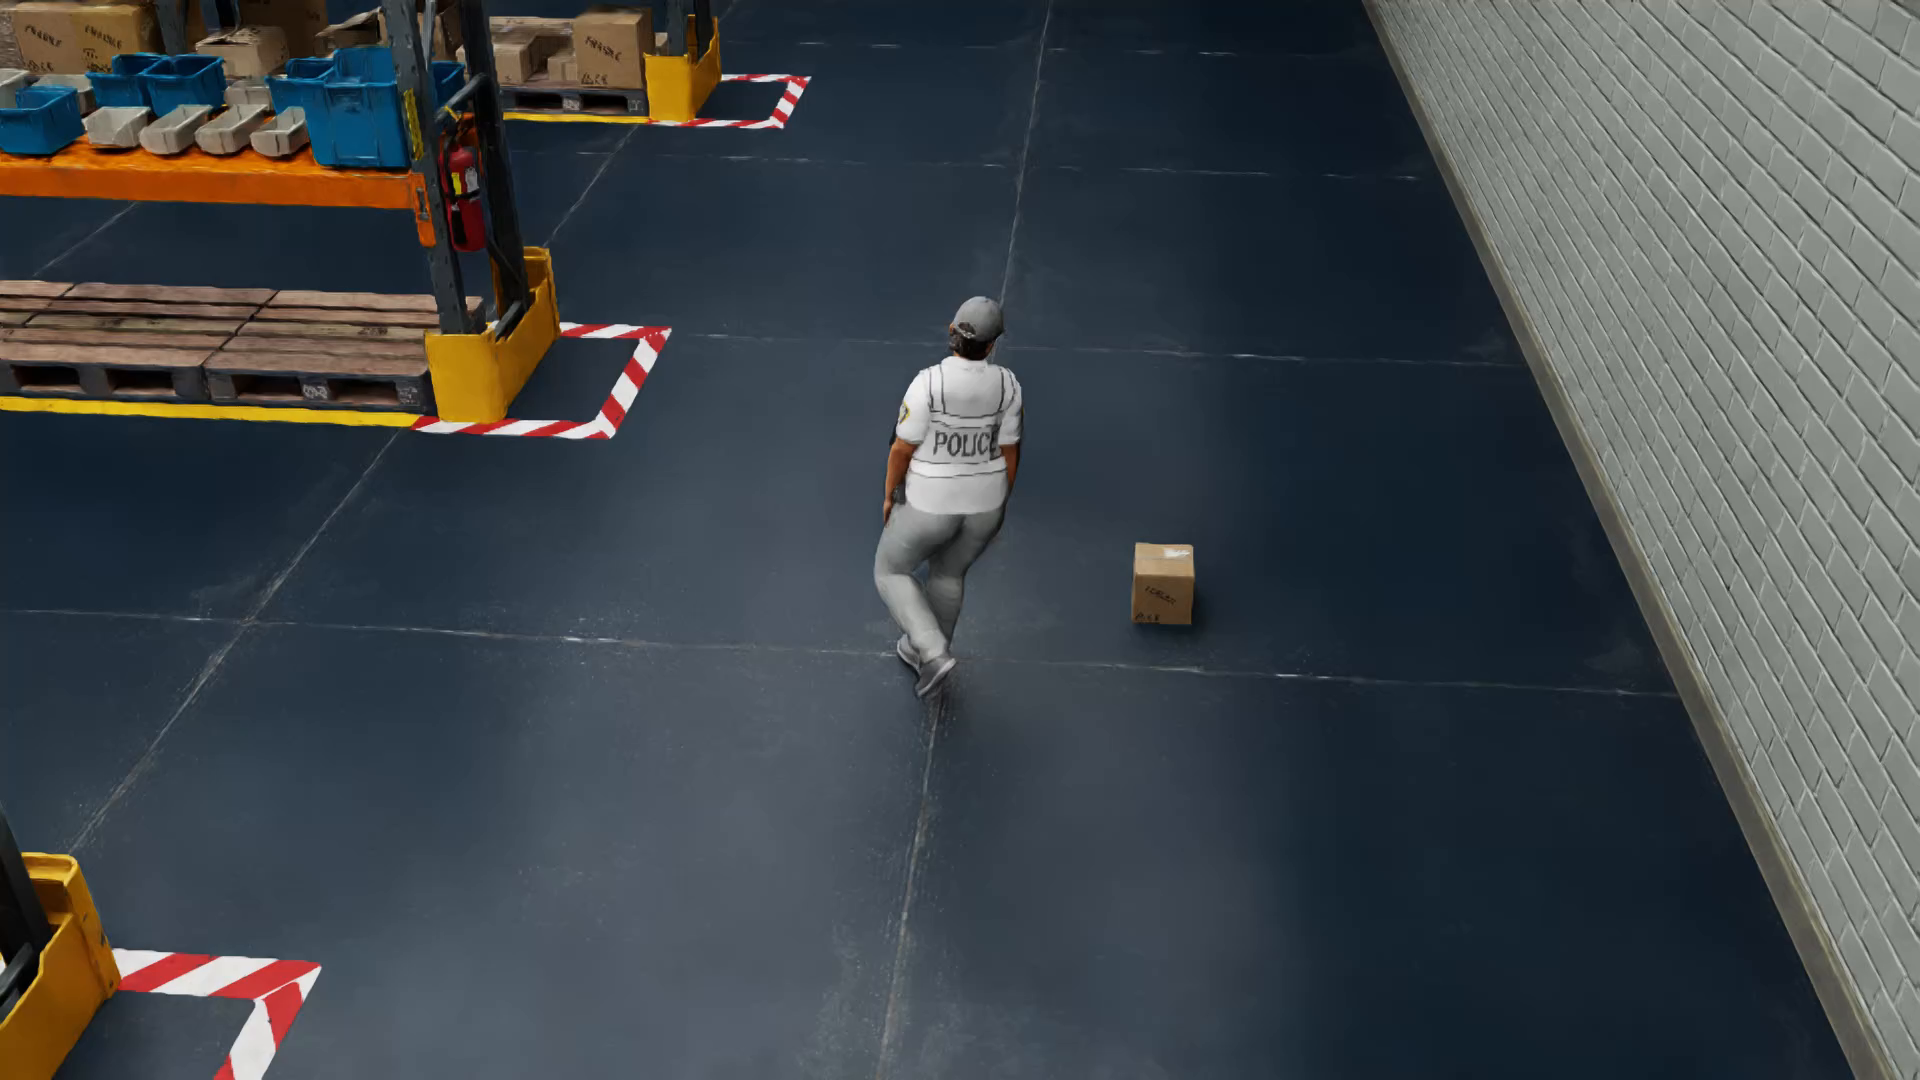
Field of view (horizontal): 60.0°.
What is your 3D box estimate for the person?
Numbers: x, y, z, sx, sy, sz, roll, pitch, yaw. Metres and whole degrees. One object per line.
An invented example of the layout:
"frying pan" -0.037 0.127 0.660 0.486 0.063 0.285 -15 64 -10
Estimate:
"person" -0.028 -0.122 6.353 0.555 1.632 0.614 -13 34 -19
